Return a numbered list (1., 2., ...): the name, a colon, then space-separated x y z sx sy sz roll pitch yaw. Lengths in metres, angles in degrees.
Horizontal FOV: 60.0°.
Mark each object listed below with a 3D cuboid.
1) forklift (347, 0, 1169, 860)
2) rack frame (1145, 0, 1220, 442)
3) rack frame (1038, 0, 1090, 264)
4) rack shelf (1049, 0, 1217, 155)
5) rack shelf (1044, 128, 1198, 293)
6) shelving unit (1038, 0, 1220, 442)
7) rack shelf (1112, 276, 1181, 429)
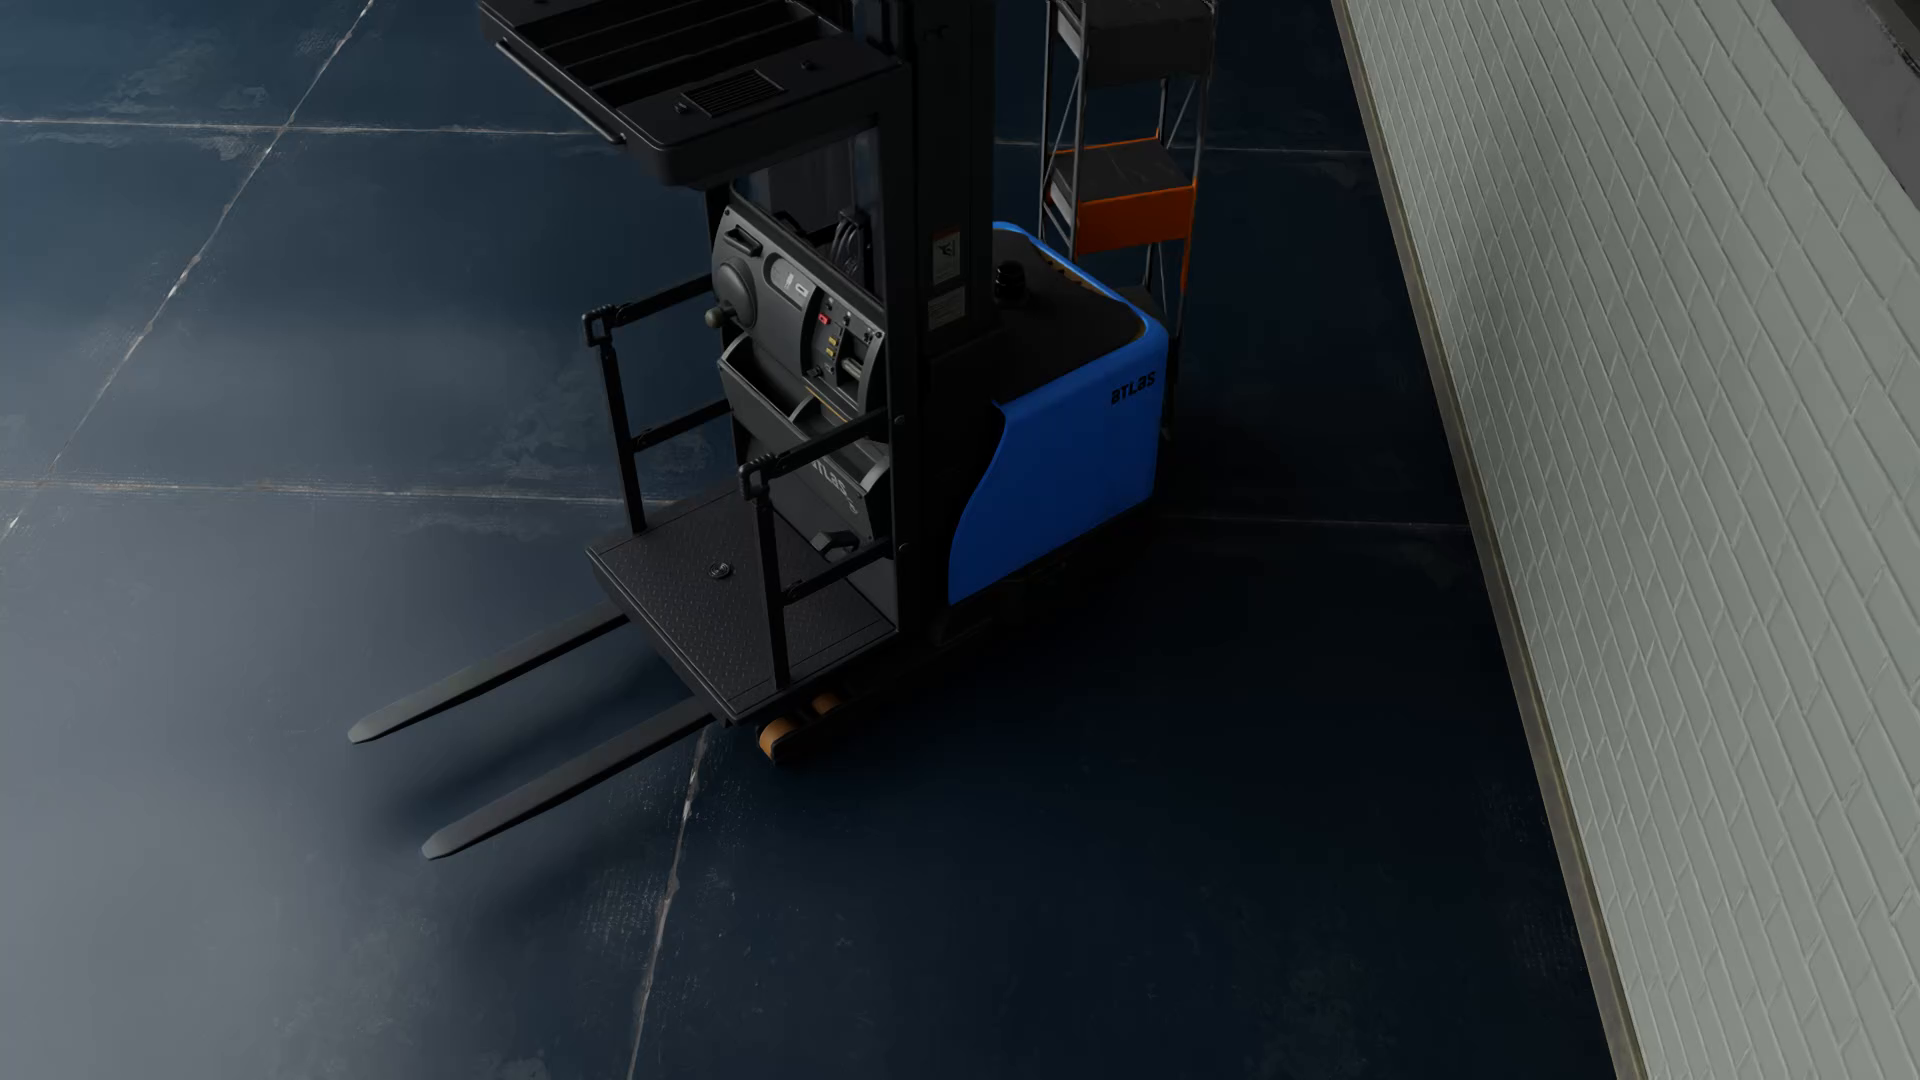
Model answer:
1. forklift: -0.704 -0.694 5.344 3.031 2.935 1.130 -28 50 -26
2. rack frame: 0.851 -1.326 6.633 0.015 2.100 0.400 -11 44 -12
3. rack frame: 0.382 -1.233 6.533 0.015 2.100 0.400 -11 44 -12
4. rack shelf: 0.617 -1.782 6.115 0.480 0.518 0.431 -11 44 -12
5. rack shelf: 0.617 -1.270 6.592 0.480 0.518 0.431 -11 44 -12
6. shelving unit: 0.617 -1.280 6.583 0.503 2.100 0.431 -11 44 -12
7. rack shelf: 0.617 -0.757 7.070 0.480 0.518 0.431 -11 44 -12
